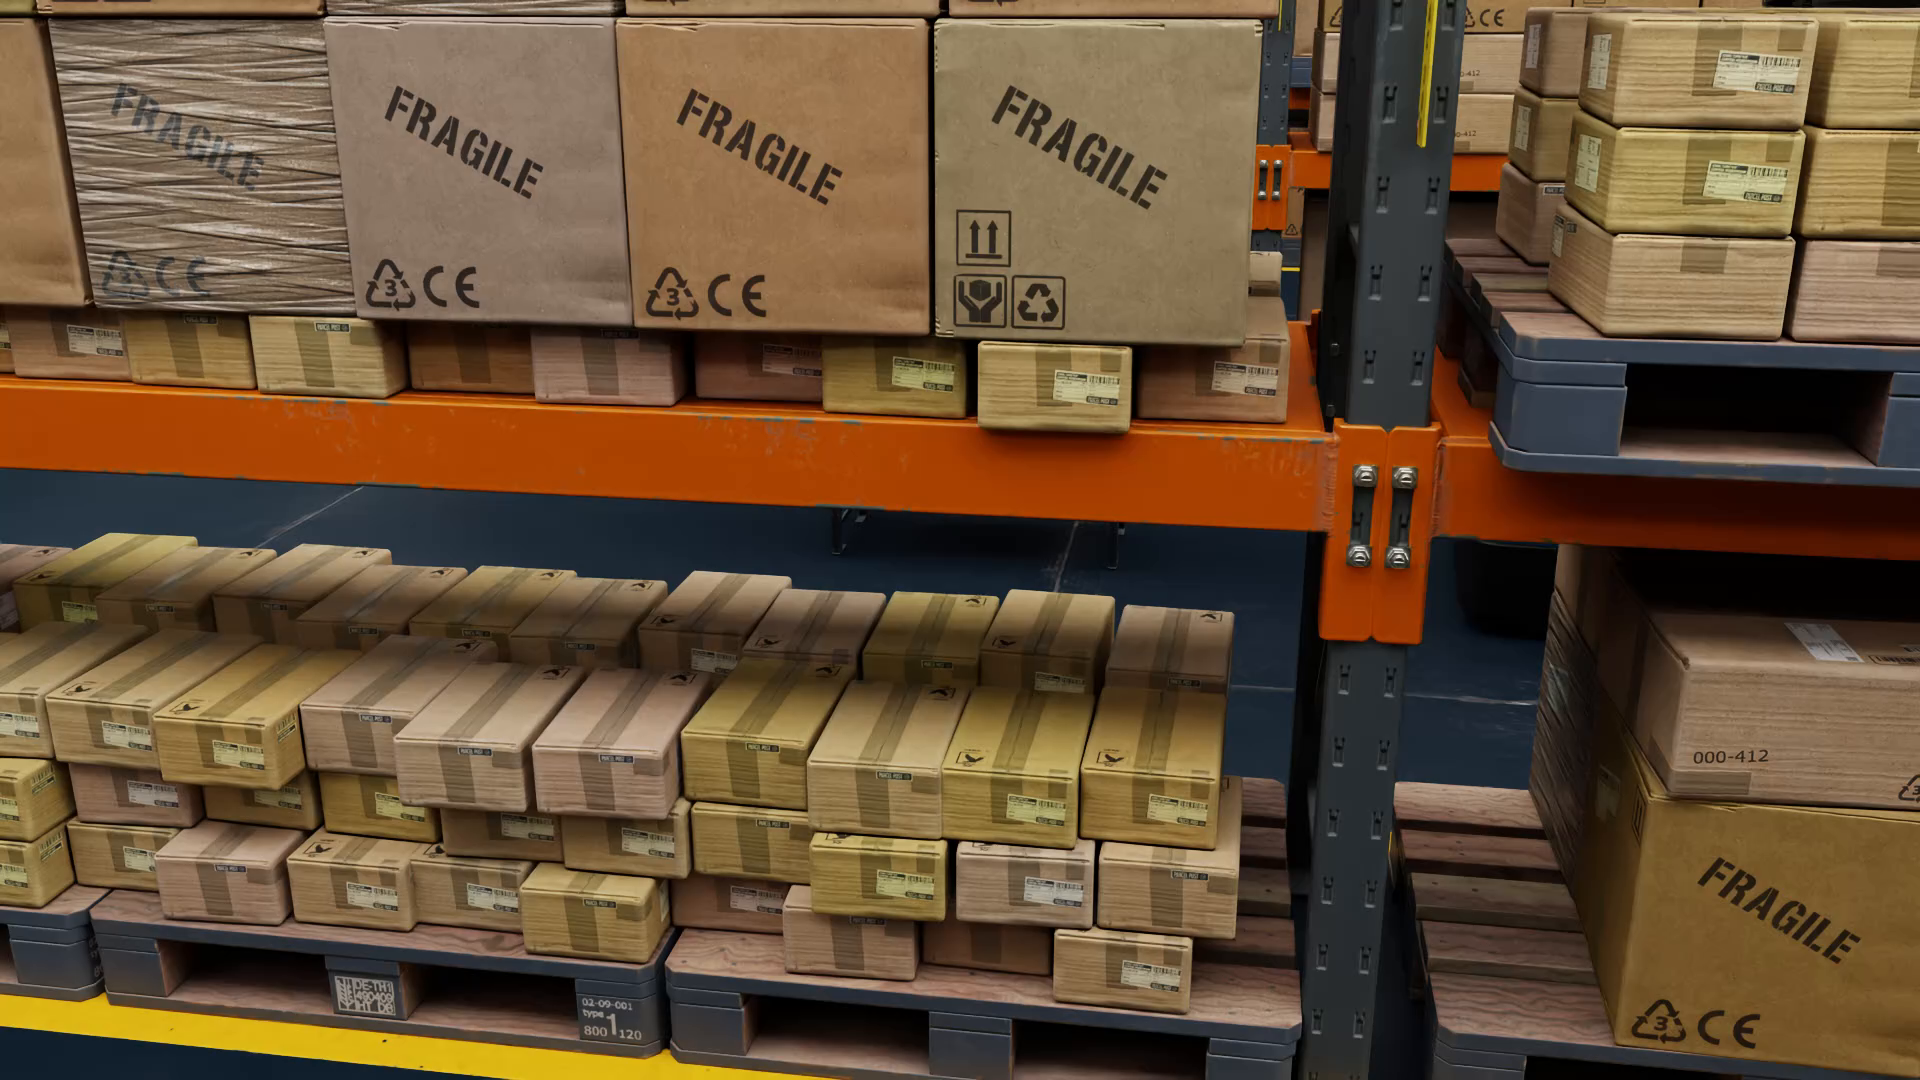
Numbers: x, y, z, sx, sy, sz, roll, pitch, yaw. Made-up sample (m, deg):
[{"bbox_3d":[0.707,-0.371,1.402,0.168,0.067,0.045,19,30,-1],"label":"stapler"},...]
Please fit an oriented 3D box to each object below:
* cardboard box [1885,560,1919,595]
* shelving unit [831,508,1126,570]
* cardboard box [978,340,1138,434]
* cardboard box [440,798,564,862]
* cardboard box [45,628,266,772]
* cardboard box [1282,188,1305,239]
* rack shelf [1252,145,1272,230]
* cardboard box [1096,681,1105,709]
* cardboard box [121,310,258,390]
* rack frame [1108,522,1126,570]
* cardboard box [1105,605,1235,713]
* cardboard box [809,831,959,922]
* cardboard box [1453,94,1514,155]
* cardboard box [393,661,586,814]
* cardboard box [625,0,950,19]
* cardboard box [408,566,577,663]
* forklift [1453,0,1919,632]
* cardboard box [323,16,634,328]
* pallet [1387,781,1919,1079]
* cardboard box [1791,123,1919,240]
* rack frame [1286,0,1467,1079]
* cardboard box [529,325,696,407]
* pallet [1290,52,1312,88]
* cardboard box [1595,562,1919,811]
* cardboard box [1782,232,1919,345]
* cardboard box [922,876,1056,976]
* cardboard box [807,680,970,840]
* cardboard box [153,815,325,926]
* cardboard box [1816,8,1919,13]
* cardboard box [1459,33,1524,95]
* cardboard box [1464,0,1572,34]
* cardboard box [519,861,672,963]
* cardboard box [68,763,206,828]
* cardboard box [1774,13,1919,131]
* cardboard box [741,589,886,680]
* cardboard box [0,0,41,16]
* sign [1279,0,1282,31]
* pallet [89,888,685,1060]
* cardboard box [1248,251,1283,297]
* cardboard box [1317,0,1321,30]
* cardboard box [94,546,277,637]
[{"bbox_3d":[2.049,0.113,3.333,0.500,0.250,0.500,4,19,11],"label":"cardboard box"},{"bbox_3d":[0.084,-0.707,6.052,1.048,1.500,0.538,3,19,9],"label":"shelving unit"},{"bbox_3d":[0.177,-0.306,2.887,0.250,0.149,0.380,2,19,7],"label":"cardboard box"},{"bbox_3d":[-0.878,0.502,3.437,0.250,0.149,0.380,2,19,6],"label":"cardboard box"},{"bbox_3d":[-1.668,0.329,3.486,0.250,0.149,0.380,4,19,11],"label":"cardboard box"},{"bbox_3d":[2.679,-2.536,12.432,0.500,0.500,0.500,4,19,11],"label":"cardboard box"},{"bbox_3d":[-0.521,-1.821,8.152,4.000,0.370,1.077,3,19,9],"label":"rack shelf"},{"bbox_3d":[0.197,0.403,3.734,0.250,0.149,0.380,3,19,9],"label":"cardboard box"},{"bbox_3d":[-1.365,-0.406,3.186,0.250,0.149,0.380,4,19,11],"label":"cardboard box"},{"bbox_3d":[0.586,-0.681,5.976,0.032,1.500,0.500,3,19,9],"label":"rack frame"},{"bbox_3d":[0.461,0.283,3.624,0.250,0.149,0.380,4,19,11],"label":"cardboard box"},{"bbox_3d":[-0.130,0.572,3.228,0.250,0.149,0.380,2,19,7],"label":"cardboard box"},{"bbox_3d":[2.357,-1.860,7.371,0.500,0.250,0.500,2,19,7],"label":"cardboard box"},{"bbox_3d":[-0.924,0.386,3.316,0.250,0.149,0.380,2,19,7],"label":"cardboard box"},{"bbox_3d":[-0.250,-1.132,2.756,0.500,0.500,0.500,2,19,7],"label":"cardboard box"},{"bbox_3d":[-1.078,0.196,3.883,0.250,0.149,0.380,3,19,9],"label":"cardboard box"},{"bbox_3d":[3.210,-1.128,5.054,3.031,2.935,1.130,5,19,14],"label":"forklift"},{"bbox_3d":[-0.758,-0.682,2.988,0.500,0.500,0.500,3,19,8],"label":"cardboard box"},{"bbox_3d":[1.537,0.855,3.414,1.213,0.211,1.003,3,19,9],"label":"pallet"},{"bbox_3d":[1.340,-0.550,2.486,0.250,0.149,0.380,3,19,8],"label":"cardboard box"},{"bbox_3d":[0.768,-0.506,3.087,0.127,3.000,1.000,3,19,9],"label":"rack frame"},{"bbox_3d":[-0.601,-0.364,3.058,0.250,0.149,0.380,2,19,6],"label":"cardboard box"},{"bbox_3d":[3.009,-3.451,12.193,1.213,0.211,1.003,3,19,9],"label":"pallet"},{"bbox_3d":[1.456,0.245,2.940,0.500,0.250,0.500,2,19,6],"label":"cardboard box"},{"bbox_3d":[1.359,-0.410,2.534,0.250,0.149,0.380,3,19,10],"label":"cardboard box"},{"bbox_3d":[0.084,0.695,3.330,0.250,0.149,0.380,3,19,10],"label":"cardboard box"},{"bbox_3d":[-0.130,0.418,3.220,0.250,0.149,0.380,3,19,8],"label":"cardboard box"},{"bbox_3d":[-1.463,0.640,3.493,0.250,0.149,0.380,2,19,6],"label":"cardboard box"},{"bbox_3d":[1.716,-0.882,3.008,0.250,0.149,0.380,2,19,7],"label":"cardboard box"},{"bbox_3d":[2.363,-2.100,7.299,0.500,0.250,0.500,3,19,10],"label":"cardboard box"},{"bbox_3d":[2.349,-2.454,7.177,0.500,0.500,0.500,3,19,8],"label":"cardboard box"},{"bbox_3d":[-0.695,0.682,3.368,0.250,0.149,0.380,3,19,9],"label":"cardboard box"},{"bbox_3d":[-1.674,0.458,3.569,0.250,0.149,0.380,2,19,6],"label":"cardboard box"},{"bbox_3d":[1.361,-0.692,2.440,0.250,0.149,0.380,3,19,10],"label":"cardboard box"},{"bbox_3d":[-0.320,0.247,3.731,0.250,0.149,0.380,2,19,7],"label":"cardboard box"},{"bbox_3d":[-1.771,-1.207,2.982,0.500,0.500,0.500,2,19,7],"label":"cardboard box"},{"bbox_3d":[1.367,-2.336,7.067,0.005,0.325,0.100,3,19,9],"label":"sign"},{"bbox_3d":[-1.109,0.733,3.779,1.213,0.211,1.003,3,19,9],"label":"pallet"},{"bbox_3d":[0.540,-0.503,3.476,0.250,0.149,0.380,4,19,11],"label":"cardboard box"},{"bbox_3d":[1.935,-2.639,7.731,0.500,0.500,0.500,4,19,10],"label":"cardboard box"},{"bbox_3d":[-1.858,0.148,4.028,0.250,0.149,0.380,2,19,6],"label":"cardboard box"}]
